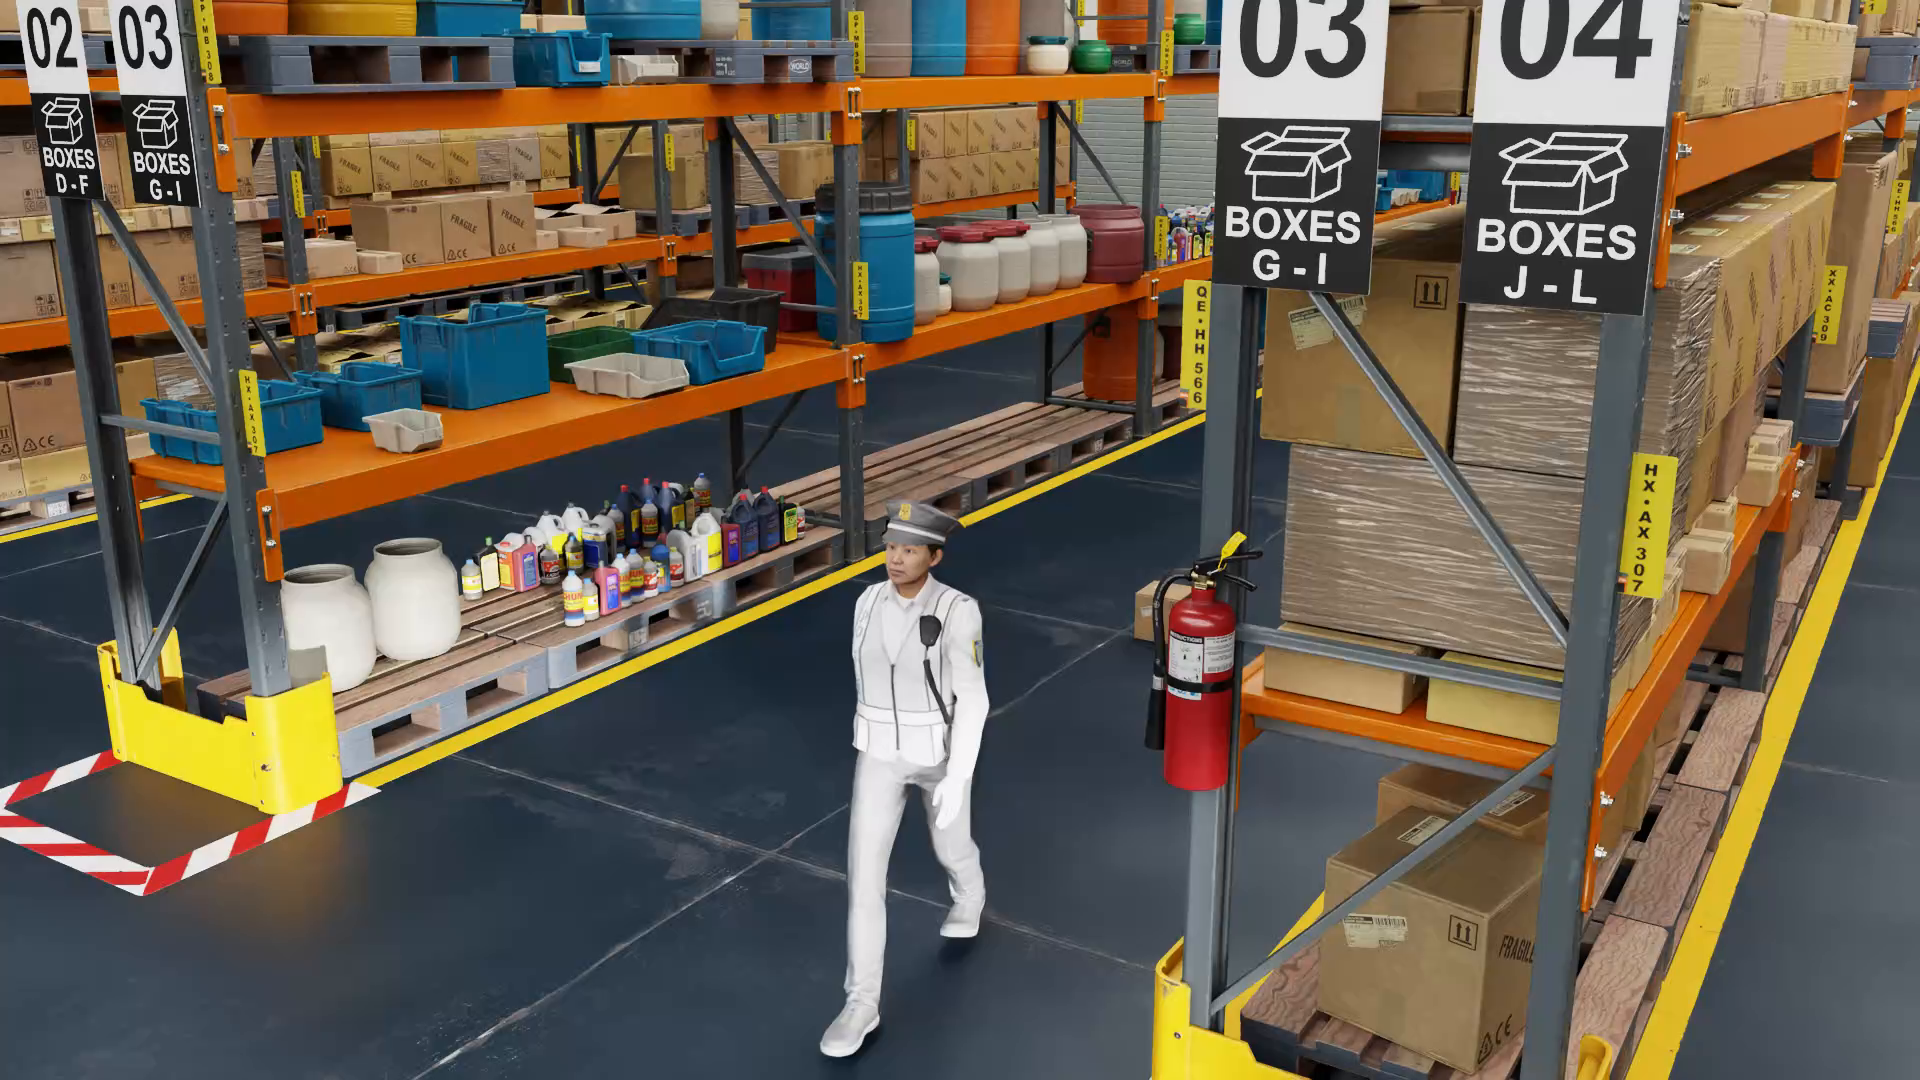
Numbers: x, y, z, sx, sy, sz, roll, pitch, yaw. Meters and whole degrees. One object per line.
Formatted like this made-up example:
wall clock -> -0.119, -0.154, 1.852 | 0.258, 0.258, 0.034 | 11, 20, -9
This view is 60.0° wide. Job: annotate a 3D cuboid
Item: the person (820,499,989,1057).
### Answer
person -> -0.139, 0.666, 5.190 | 0.481, 1.638, 0.998 | 5, 17, 16
